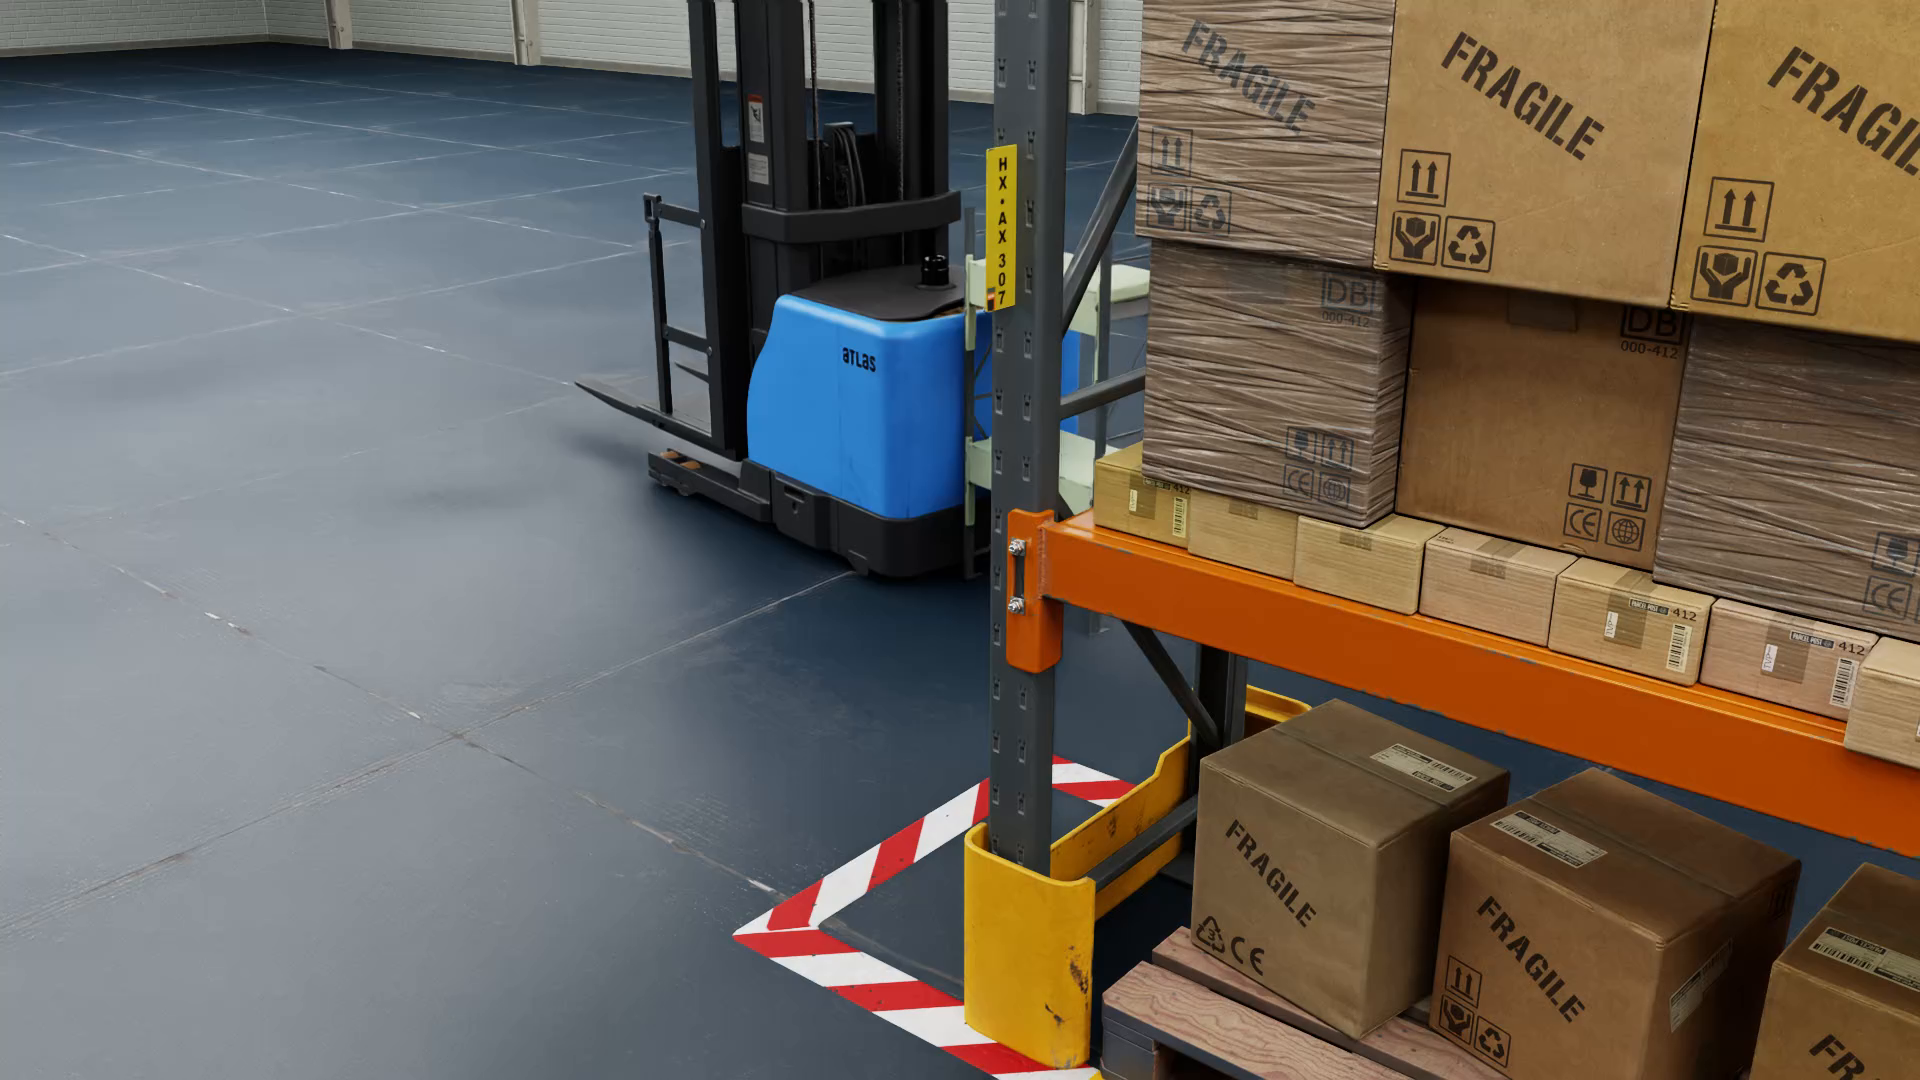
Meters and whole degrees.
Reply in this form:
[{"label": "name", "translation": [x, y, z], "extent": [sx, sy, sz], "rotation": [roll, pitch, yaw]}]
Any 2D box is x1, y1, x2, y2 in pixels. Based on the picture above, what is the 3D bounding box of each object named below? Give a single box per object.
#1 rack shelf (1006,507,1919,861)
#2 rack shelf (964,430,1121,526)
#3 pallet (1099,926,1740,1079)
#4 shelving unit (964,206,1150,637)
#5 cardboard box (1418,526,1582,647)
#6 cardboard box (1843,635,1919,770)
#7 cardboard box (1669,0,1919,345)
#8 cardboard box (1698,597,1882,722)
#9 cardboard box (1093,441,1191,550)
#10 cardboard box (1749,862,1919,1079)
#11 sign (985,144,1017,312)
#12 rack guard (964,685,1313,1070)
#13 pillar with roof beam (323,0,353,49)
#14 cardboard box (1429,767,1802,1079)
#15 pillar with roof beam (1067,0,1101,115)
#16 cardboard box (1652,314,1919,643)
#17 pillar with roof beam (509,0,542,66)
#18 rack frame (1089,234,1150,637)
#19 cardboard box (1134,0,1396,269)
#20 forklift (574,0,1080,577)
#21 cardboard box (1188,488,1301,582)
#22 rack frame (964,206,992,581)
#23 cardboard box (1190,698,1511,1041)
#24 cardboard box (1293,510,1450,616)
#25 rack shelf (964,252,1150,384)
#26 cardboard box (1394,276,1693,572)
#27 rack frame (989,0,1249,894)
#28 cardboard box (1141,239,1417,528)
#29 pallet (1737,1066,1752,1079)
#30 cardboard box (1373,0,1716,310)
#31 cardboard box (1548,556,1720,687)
[{"label": "rack shelf", "translation": [1.977, 0.412, 2.845], "extent": [4.000, 0.370, 1.077], "rotation": [16, 26, 36]}, {"label": "rack shelf", "translation": [0.410, -0.181, 6.447], "extent": [0.431, 0.370, 0.720], "rotation": [-16, 26, -37]}, {"label": "pallet", "translation": [1.094, 1.142, 3.842], "extent": [1.213, 0.211, 1.003], "rotation": [16, 26, 36]}, {"label": "shelving unit", "translation": [0.410, -0.486, 6.332], "extent": [0.431, 1.500, 0.755], "rotation": [-16, 26, -37]}, {"label": "cardboard box", "translation": [1.071, 0.046, 3.150], "extent": [0.250, 0.149, 0.380], "rotation": [16, 26, 36]}, {"label": "cardboard box", "translation": [1.599, 0.236, 2.646], "extent": [0.250, 0.149, 0.380], "rotation": [16, 26, 36]}, {"label": "cardboard box", "translation": [1.453, -0.603, 2.536], "extent": [0.500, 0.500, 0.500], "rotation": [16, 26, 36]}, {"label": "cardboard box", "translation": [1.471, 0.152, 2.869], "extent": [0.250, 0.149, 0.380], "rotation": [16, 26, 36]}, {"label": "cardboard box", "translation": [0.498, -0.125, 3.604], "extent": [0.250, 0.149, 0.380], "rotation": [16, 26, 36]}, {"label": "cardboard box", "translation": [1.859, 1.015, 3.173], "extent": [0.500, 0.500, 0.500], "rotation": [19, 28, 41]}, {"label": "sign", "translation": [0.085, -0.628, 3.355], "extent": [0.005, 0.325, 0.100], "rotation": [16, 26, 36]}, {"label": "rack guard", "translation": [0.487, 0.816, 4.297], "extent": [0.348, 0.500, 1.175], "rotation": [16, 26, 36]}, {"label": "pillar with roof beam", "translation": [-15.051, -12.837, 28.455], "extent": [0.400, 9.000, 9.100], "rotation": [16, 26, 36]}, {"label": "cardboard box", "translation": [1.386, 0.870, 3.558], "extent": [0.500, 0.500, 0.500], "rotation": [-14, 25, -33]}, {"label": "pillar with roof beam", "translation": [-1.106, -8.821, 17.806], "extent": [0.400, 9.000, 9.100], "rotation": [16, 26, 36]}, {"label": "cardboard box", "translation": [1.660, -0.225, 2.950], "extent": [0.500, 0.500, 0.875], "rotation": [16, 26, 36]}, {"label": "pillar with roof beam", "translation": [-10.402, -11.498, 24.906], "extent": [0.400, 9.000, 9.100], "rotation": [16, 26, 36]}, {"label": "rack frame", "translation": [0.644, -0.387, 6.068], "extent": [0.400, 1.500, 0.023], "rotation": [-16, 26, -37]}, {"label": "cardboard box", "translation": [0.682, -0.828, 3.131], "extent": [0.500, 0.500, 0.500], "rotation": [16, 26, 36]}, {"label": "forklift", "translation": [-0.814, -1.670, 7.442], "extent": [1.130, 2.935, 3.031], "rotation": [-16, 26, -37]}, {"label": "cardboard box", "translation": [0.680, -0.064, 3.442], "extent": [0.250, 0.149, 0.380], "rotation": [16, 26, 36]}, {"label": "rack frame", "translation": [0.176, -0.585, 6.595], "extent": [0.400, 1.500, 0.023], "rotation": [-16, 26, -37]}, {"label": "cardboard box", "translation": [0.901, 0.746, 3.886], "extent": [0.500, 0.500, 0.500], "rotation": [-17, 26, -37]}, {"label": "cardboard box", "translation": [0.864, -0.004, 3.283], "extent": [0.250, 0.149, 0.380], "rotation": [16, 26, 36]}, {"label": "rack shelf", "translation": [0.410, -0.851, 6.194], "extent": [0.431, 0.370, 0.720], "rotation": [-16, 26, -37]}, {"label": "cardboard box", "translation": [1.300, -0.348, 3.277], "extent": [0.500, 0.500, 0.875], "rotation": [16, 26, 36]}, {"label": "rack frame", "translation": [0.428, -0.371, 3.901], "extent": [0.127, 3.000, 1.000], "rotation": [16, 26, 36]}, {"label": "cardboard box", "translation": [0.837, -0.427, 3.486], "extent": [0.500, 0.500, 0.875], "rotation": [16, 26, 36]}, {"label": "pallet", "translation": [2.035, 1.414, 3.120], "extent": [1.213, 0.211, 1.003], "rotation": [16, 26, 36]}, {"label": "cardboard box", "translation": [1.065, -0.714, 2.831], "extent": [0.500, 0.500, 0.500], "rotation": [16, 26, 36]}, {"label": "cardboard box", "translation": [1.260, 0.104, 2.997], "extent": [0.250, 0.149, 0.380], "rotation": [16, 26, 36]}]
